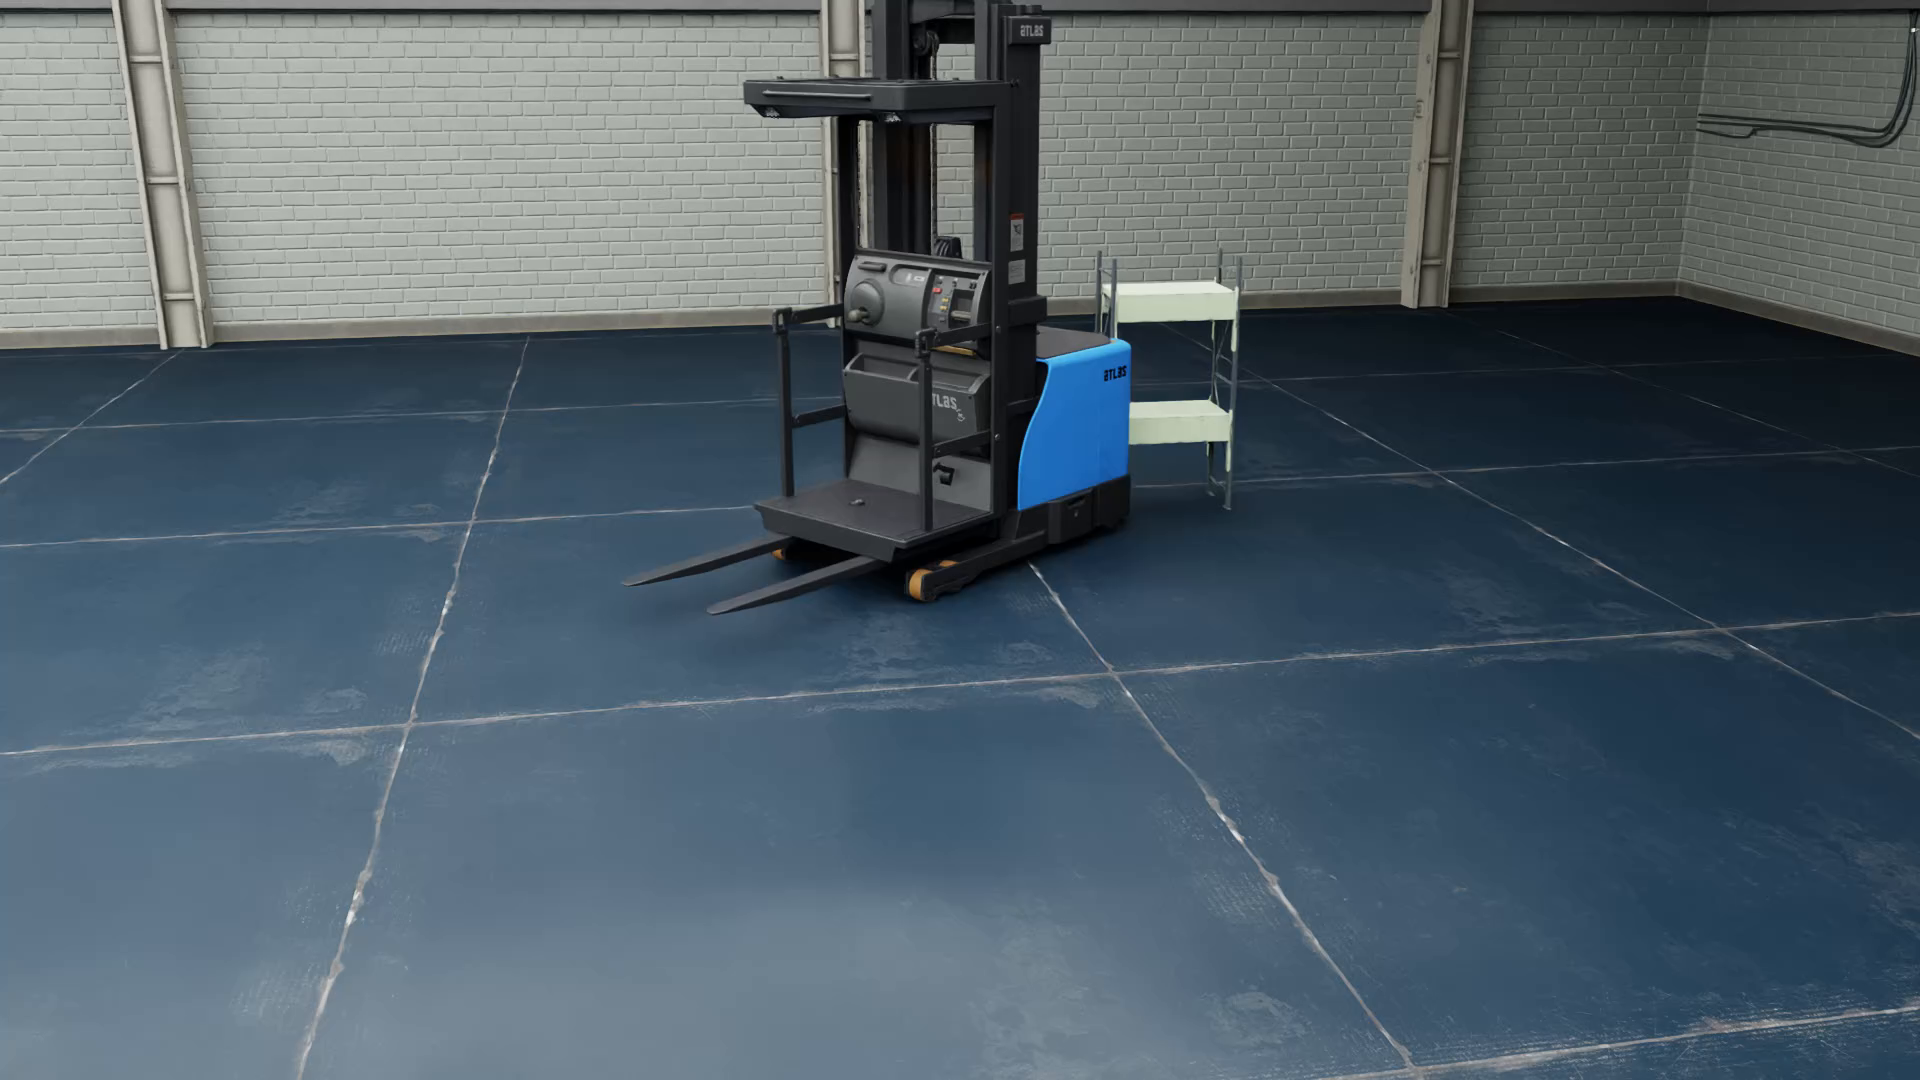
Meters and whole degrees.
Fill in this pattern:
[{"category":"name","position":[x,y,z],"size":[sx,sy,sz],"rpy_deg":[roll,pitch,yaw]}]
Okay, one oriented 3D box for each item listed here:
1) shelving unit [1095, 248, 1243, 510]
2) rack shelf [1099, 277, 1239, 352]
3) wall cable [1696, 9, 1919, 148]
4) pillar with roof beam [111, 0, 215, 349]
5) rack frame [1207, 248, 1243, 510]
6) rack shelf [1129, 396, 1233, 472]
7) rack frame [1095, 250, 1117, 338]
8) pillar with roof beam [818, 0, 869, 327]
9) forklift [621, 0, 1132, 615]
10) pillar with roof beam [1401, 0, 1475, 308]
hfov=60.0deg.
[{"category":"shelving unit","position":[1.204,-0.936,9.804],"size":[0.755,1.500,0.431],"rpy_deg":[-3,17,-9]},{"category":"rack shelf","position":[1.204,-1.309,9.689],"size":[0.720,0.370,0.431],"rpy_deg":[-3,17,-9]},{"category":"wall cable","position":[7.945,-5.029,15.647],"size":[0.112,2.526,3.097],"rpy_deg":[-3,17,-10]},{"category":"pillar with roof beam","position":[-6.164,-4.821,9.682],"size":[0.400,9.000,9.100],"rpy_deg":[-3,17,-10]},{"category":"rack frame","position":[1.565,-0.953,9.859],"size":[0.023,1.500,0.400],"rpy_deg":[-3,17,-9]},{"category":"rack shelf","position":[1.204,-0.624,9.900],"size":[0.720,0.370,0.431],"rpy_deg":[-3,17,-9]},{"category":"rack frame","position":[0.843,-0.919,9.749],"size":[0.023,1.500,0.400],"rpy_deg":[-3,17,-9]},{"category":"pillar with roof beam","position":[-0.273,-5.155,10.770],"size":[0.400,9.000,9.100],"rpy_deg":[-3,17,-10]},{"category":"forklift","position":[-0.369,-1.256,8.410],"size":[1.130,2.935,3.031],"rpy_deg":[14,22,39]},{"category":"pillar with roof beam","position":[5.618,-5.489,11.858],"size":[0.400,9.000,9.100],"rpy_deg":[-3,17,-10]}]
